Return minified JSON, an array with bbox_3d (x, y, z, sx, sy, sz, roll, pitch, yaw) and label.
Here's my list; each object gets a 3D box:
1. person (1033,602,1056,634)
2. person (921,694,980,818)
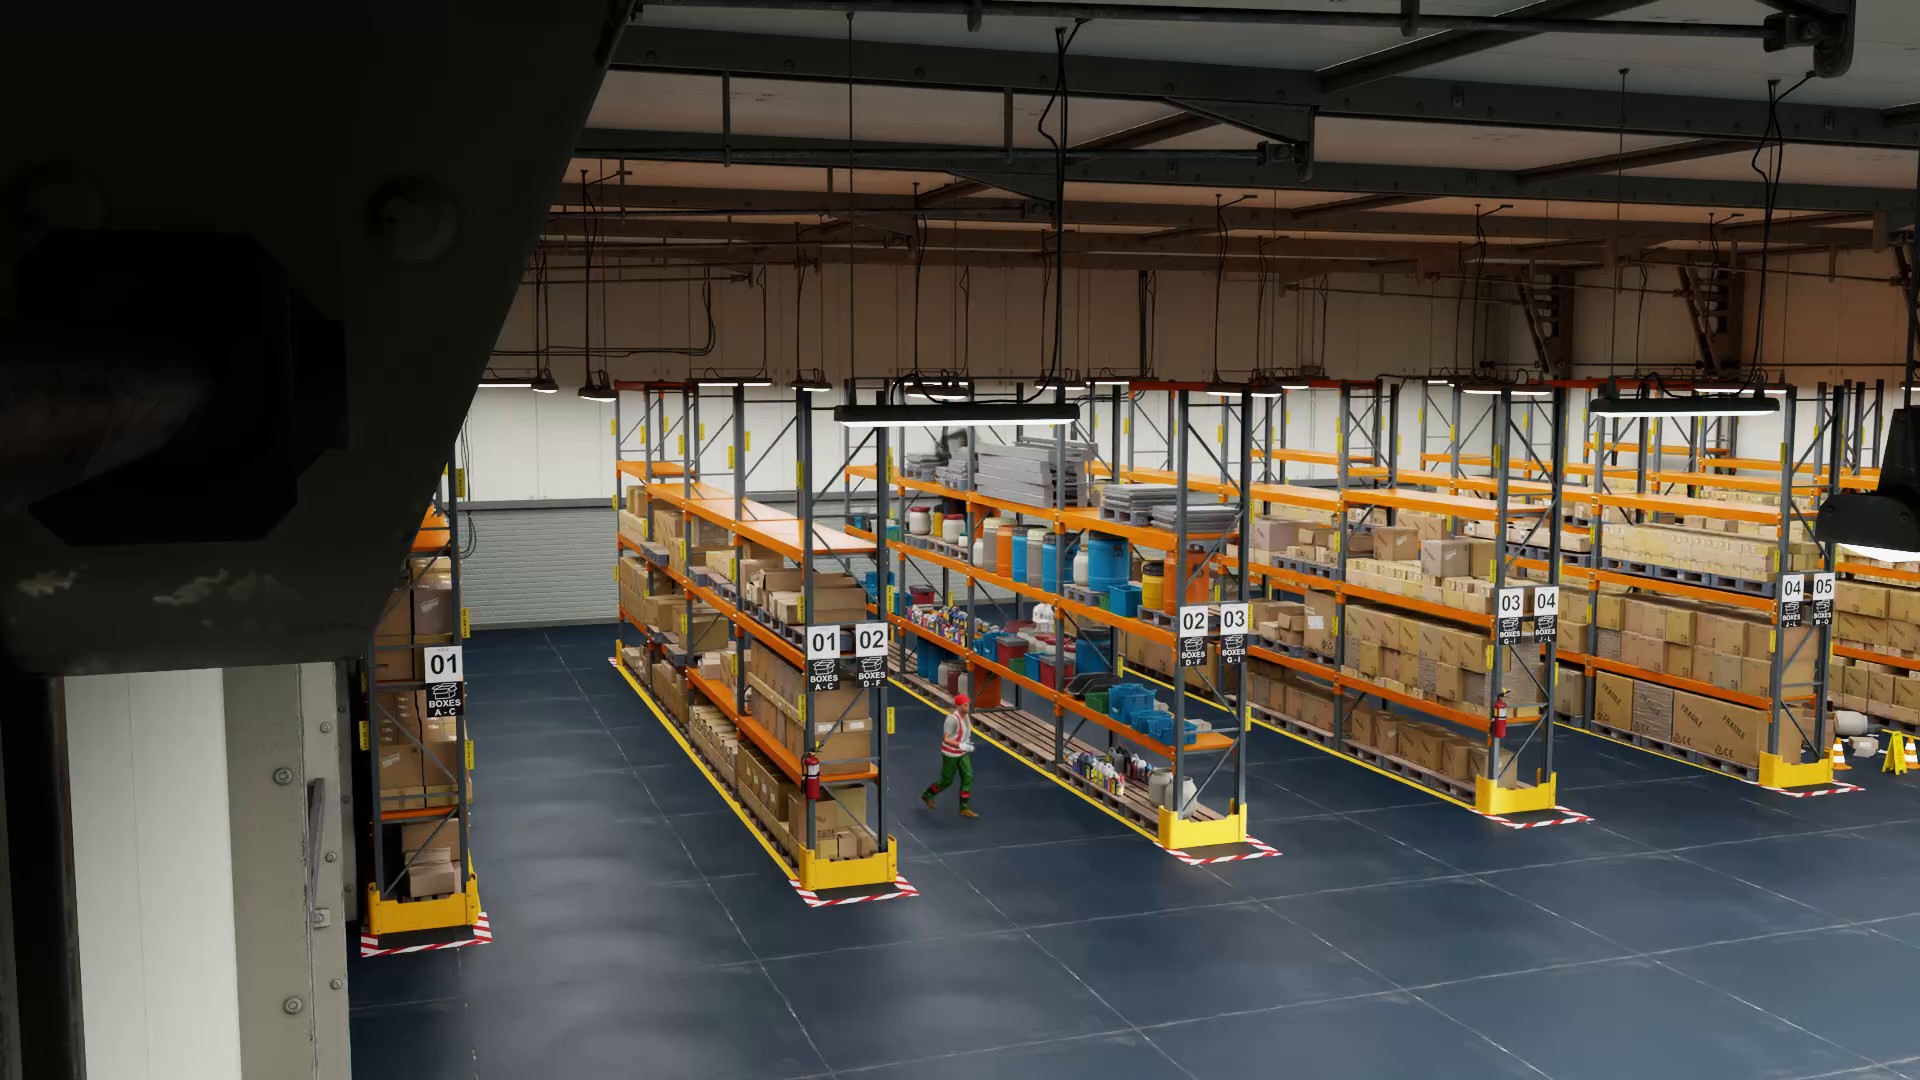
[{"bbox_3d":[1.634,1.835,31.986,0.593,1.788,0.789,-3,7,-26],"label":"person"},{"bbox_3d":[-0.130,2.998,23.338,0.924,1.751,0.674,4,7,34],"label":"person"}]
